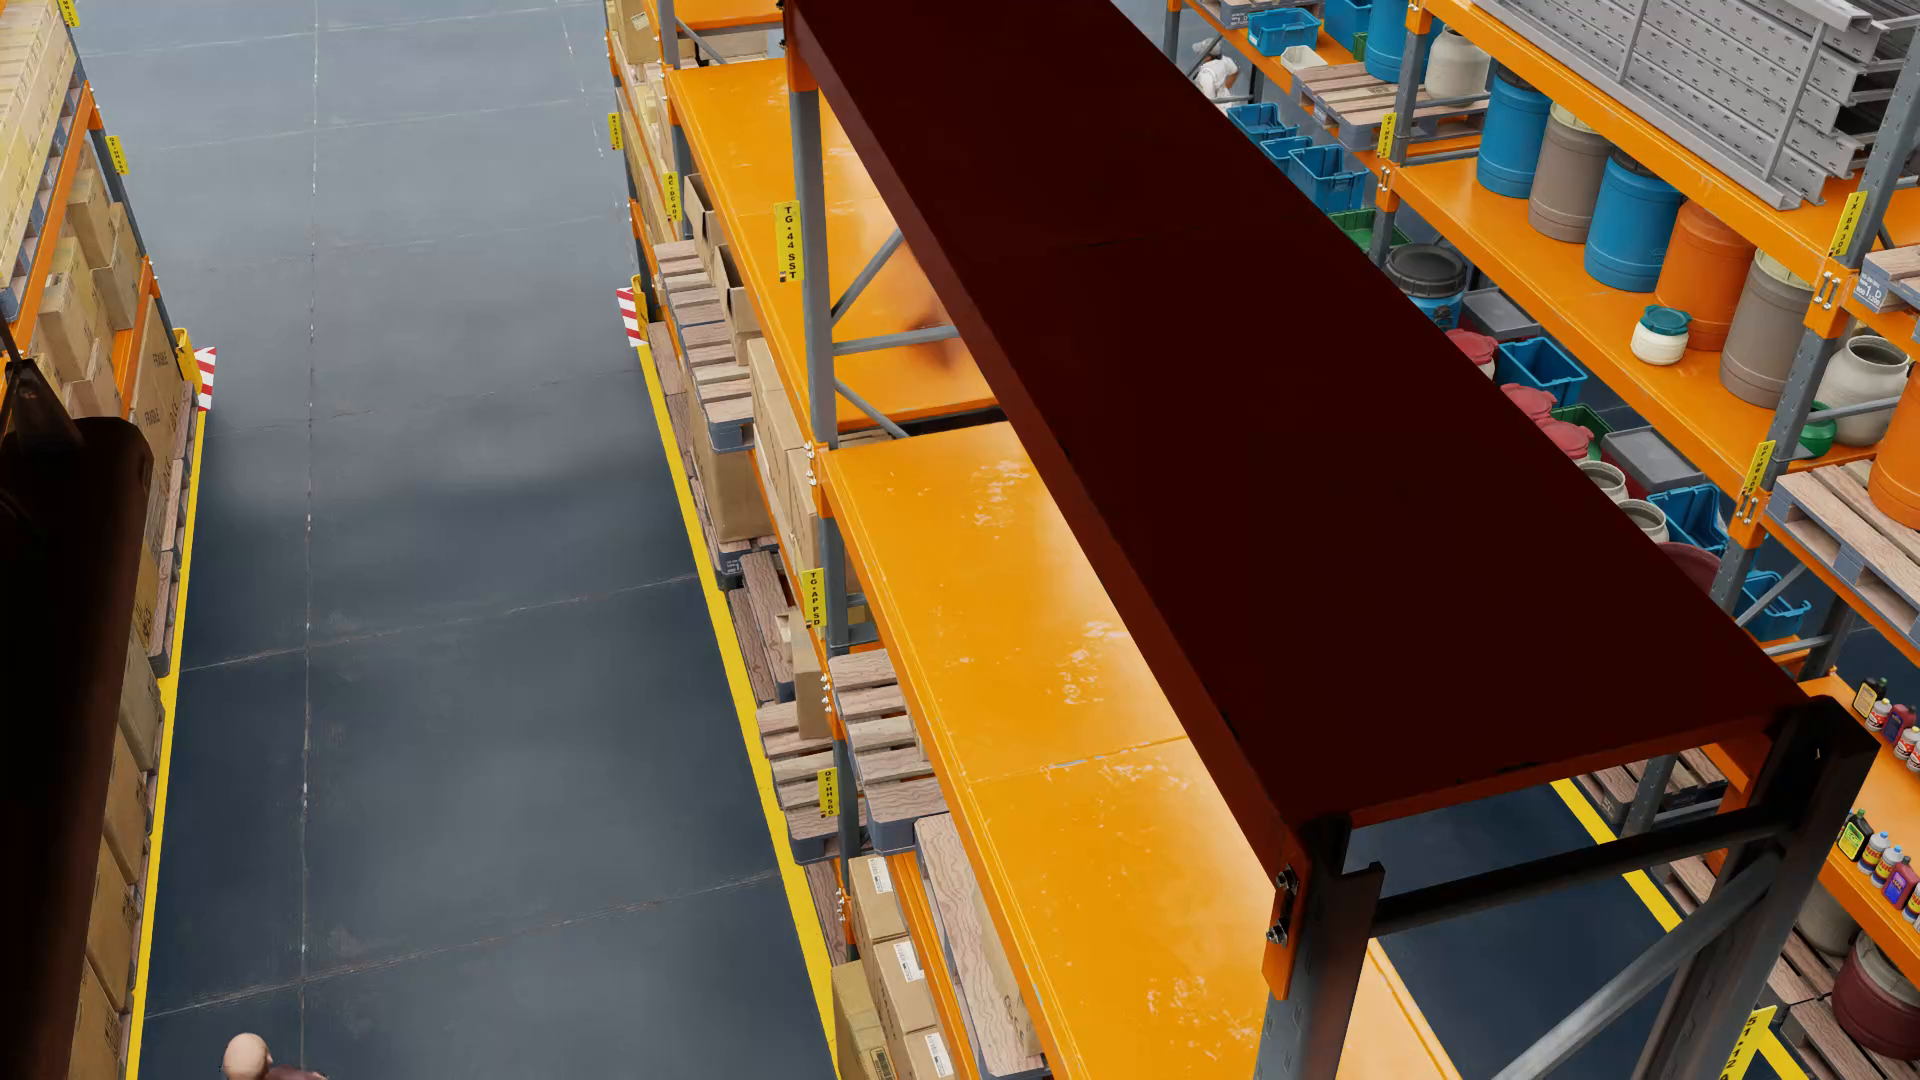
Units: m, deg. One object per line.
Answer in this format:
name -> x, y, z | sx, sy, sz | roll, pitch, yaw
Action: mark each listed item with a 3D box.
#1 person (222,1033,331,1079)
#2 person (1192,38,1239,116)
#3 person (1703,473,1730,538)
person -> -3.018, 2.763, 7.473 | 0.759, 1.753, 0.610 | -9, 39, -12
person -> 2.559, -4.427, 17.138 | 0.573, 1.601, 0.699 | 14, 40, 17
person -> 5.460, -0.653, 12.299 | 0.600, 1.681, 0.892 | -17, 41, -20
